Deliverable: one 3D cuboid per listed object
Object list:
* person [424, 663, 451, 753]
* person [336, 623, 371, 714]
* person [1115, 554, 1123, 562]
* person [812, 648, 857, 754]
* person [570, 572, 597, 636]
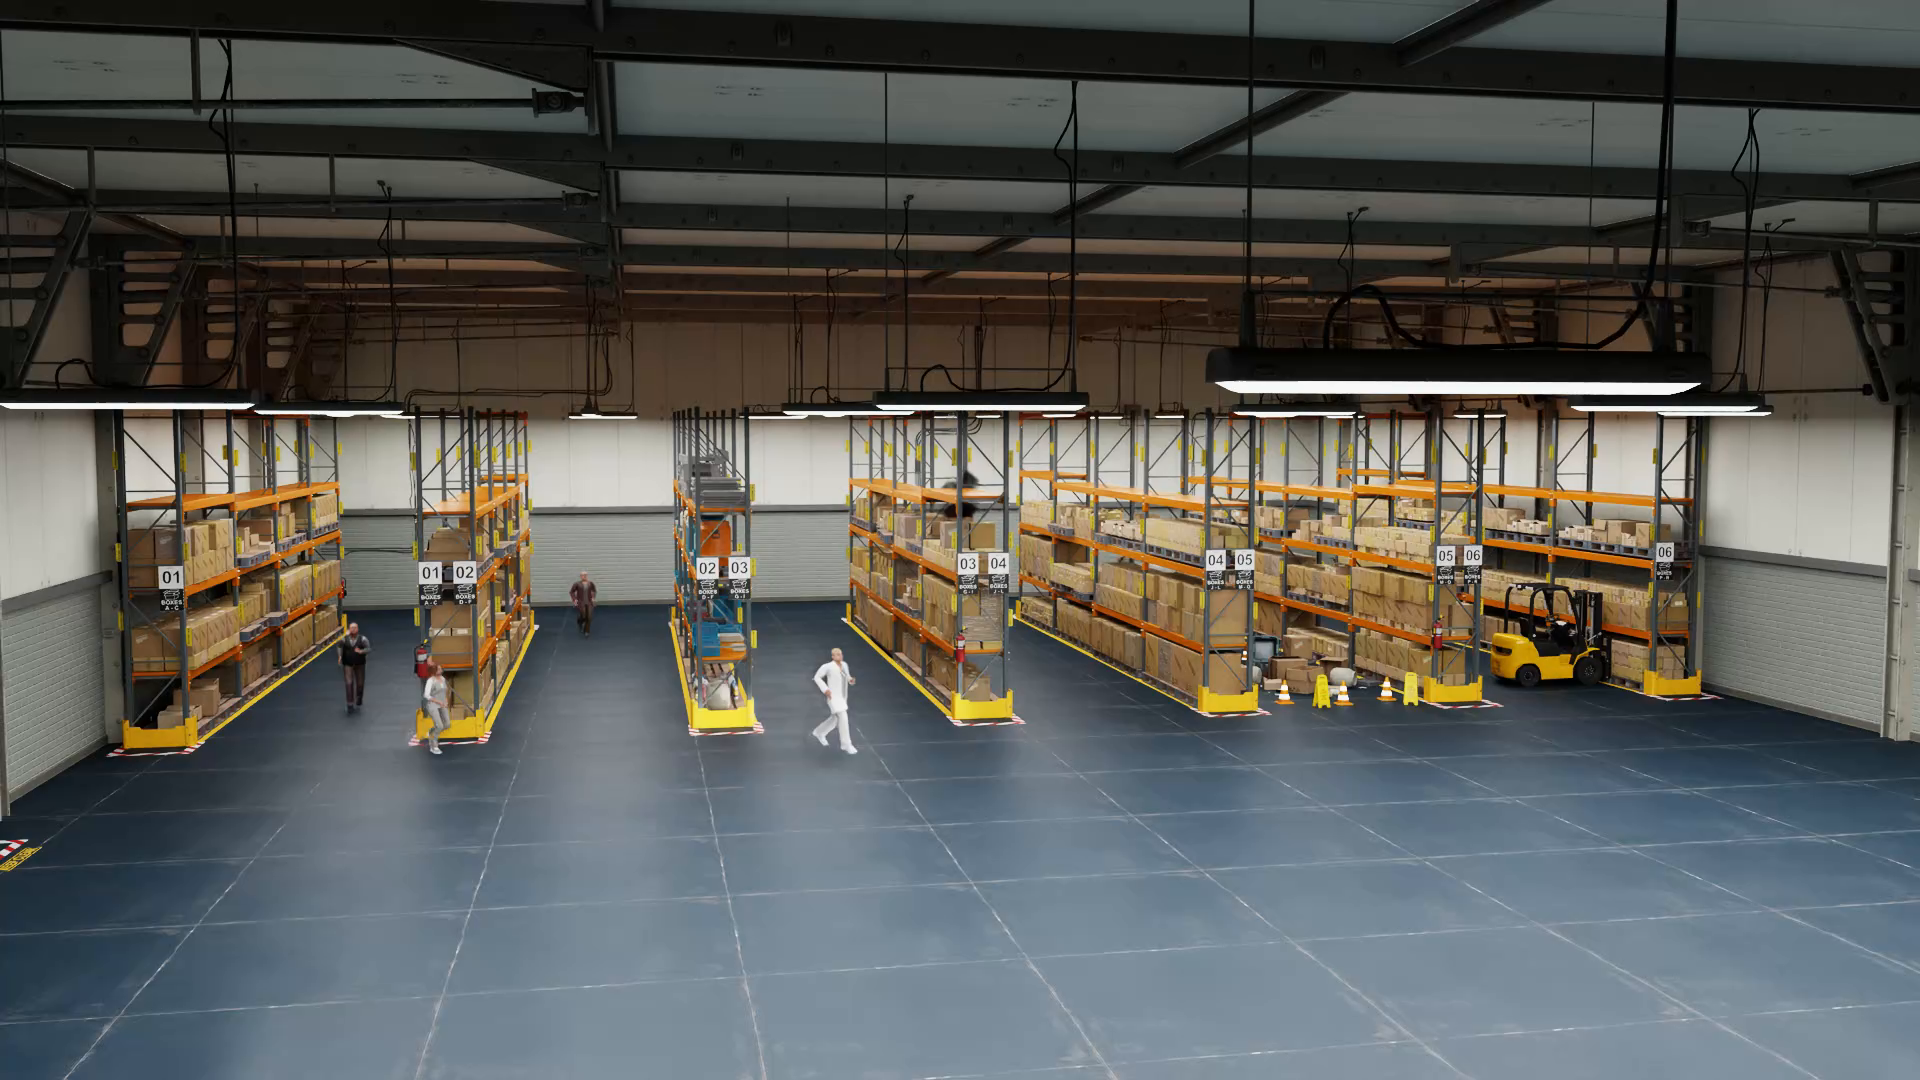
[{"bbox_3d":[-9.042,2.907,28.778,0.568,1.564,0.580,2,4,24],"label":"person"},{"bbox_3d":[-11.970,2.502,32.858,0.649,1.730,0.938,-1,4,-20],"label":"person"},{"bbox_3d":[4.840,1.240,50.856,0.930,1.691,0.605,-2,4,-24],"label":"person"},{"bbox_3d":[-2.156,2.772,28.961,0.987,1.804,0.686,3,5,32],"label":"person"},{"bbox_3d":[-10.041,1.705,44.460,0.714,1.731,0.630,-2,5,-28],"label":"person"}]
